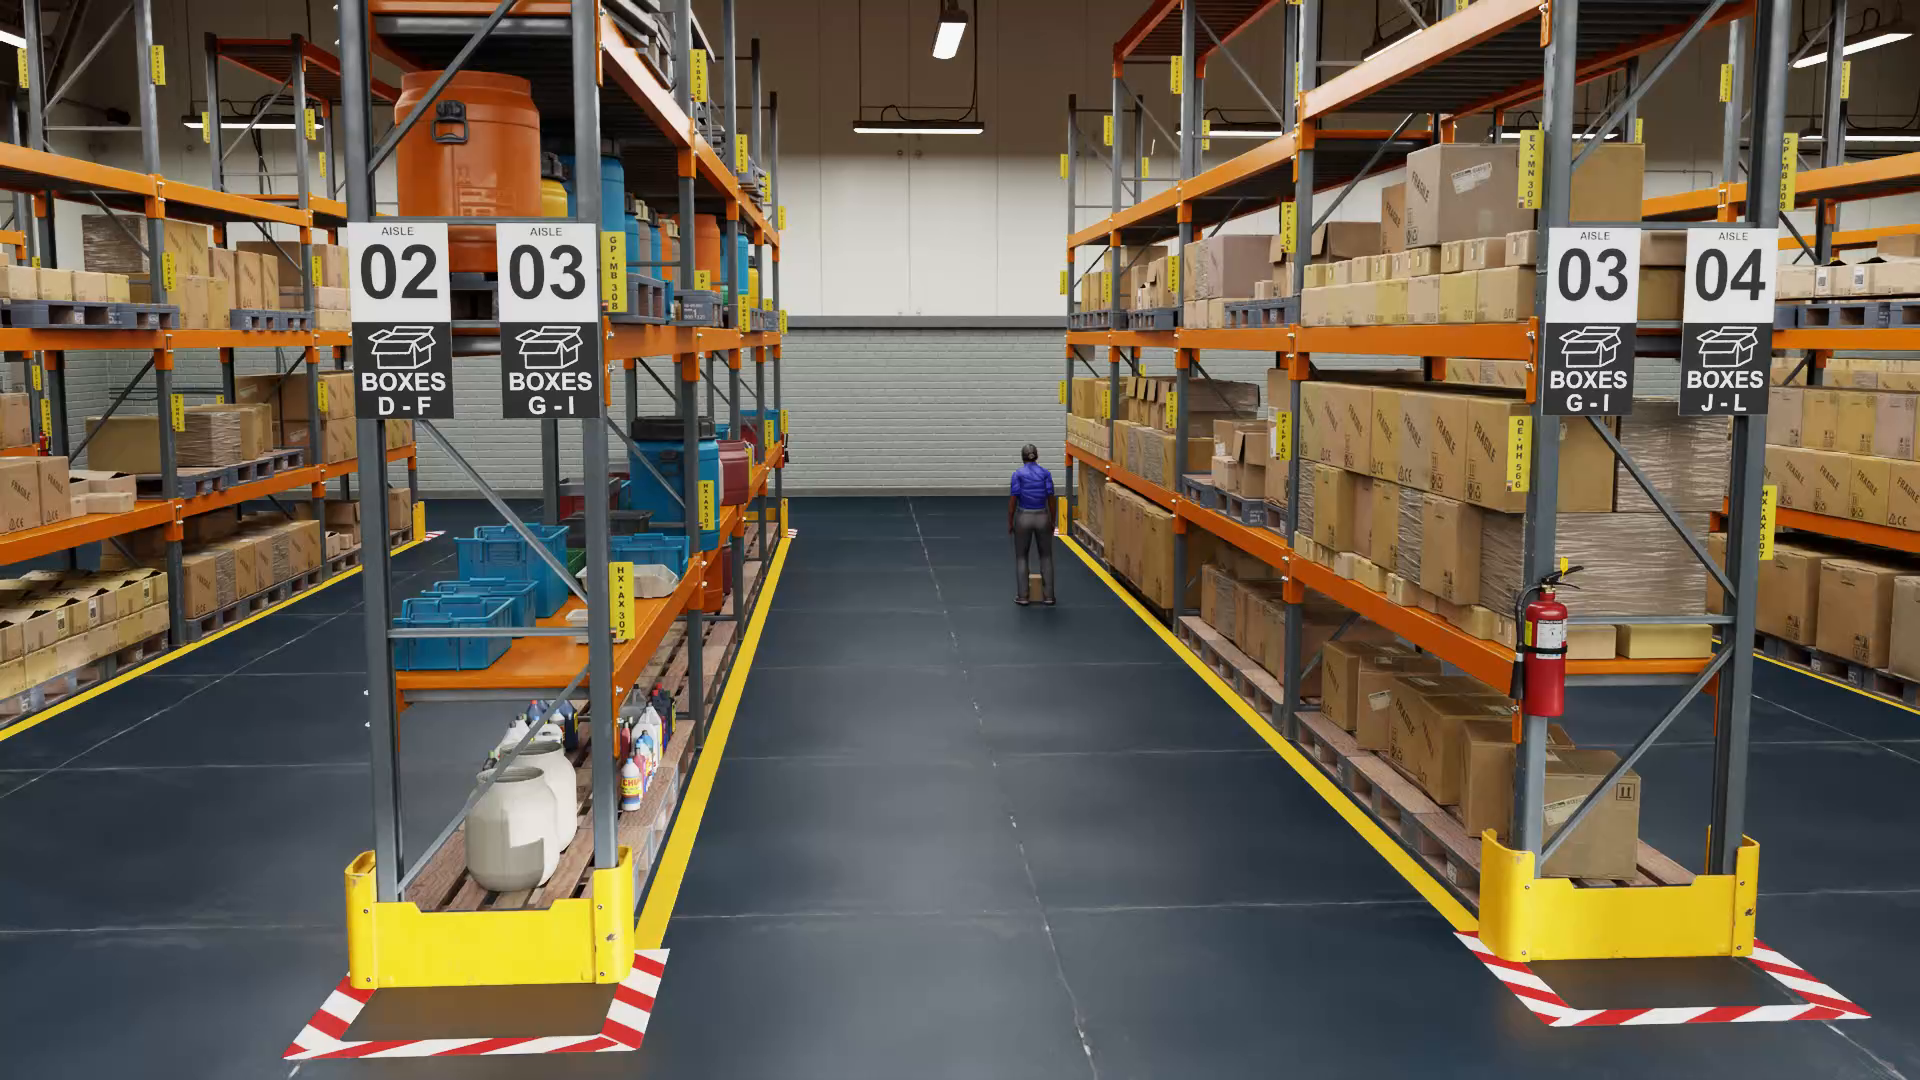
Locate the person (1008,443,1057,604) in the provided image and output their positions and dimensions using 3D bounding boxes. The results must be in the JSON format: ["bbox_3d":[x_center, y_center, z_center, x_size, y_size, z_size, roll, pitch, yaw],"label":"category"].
[{"bbox_3d":[0.755,-0.165,17.123,0.532,1.654,0.351,-1,7,-7],"label":"person"}]
